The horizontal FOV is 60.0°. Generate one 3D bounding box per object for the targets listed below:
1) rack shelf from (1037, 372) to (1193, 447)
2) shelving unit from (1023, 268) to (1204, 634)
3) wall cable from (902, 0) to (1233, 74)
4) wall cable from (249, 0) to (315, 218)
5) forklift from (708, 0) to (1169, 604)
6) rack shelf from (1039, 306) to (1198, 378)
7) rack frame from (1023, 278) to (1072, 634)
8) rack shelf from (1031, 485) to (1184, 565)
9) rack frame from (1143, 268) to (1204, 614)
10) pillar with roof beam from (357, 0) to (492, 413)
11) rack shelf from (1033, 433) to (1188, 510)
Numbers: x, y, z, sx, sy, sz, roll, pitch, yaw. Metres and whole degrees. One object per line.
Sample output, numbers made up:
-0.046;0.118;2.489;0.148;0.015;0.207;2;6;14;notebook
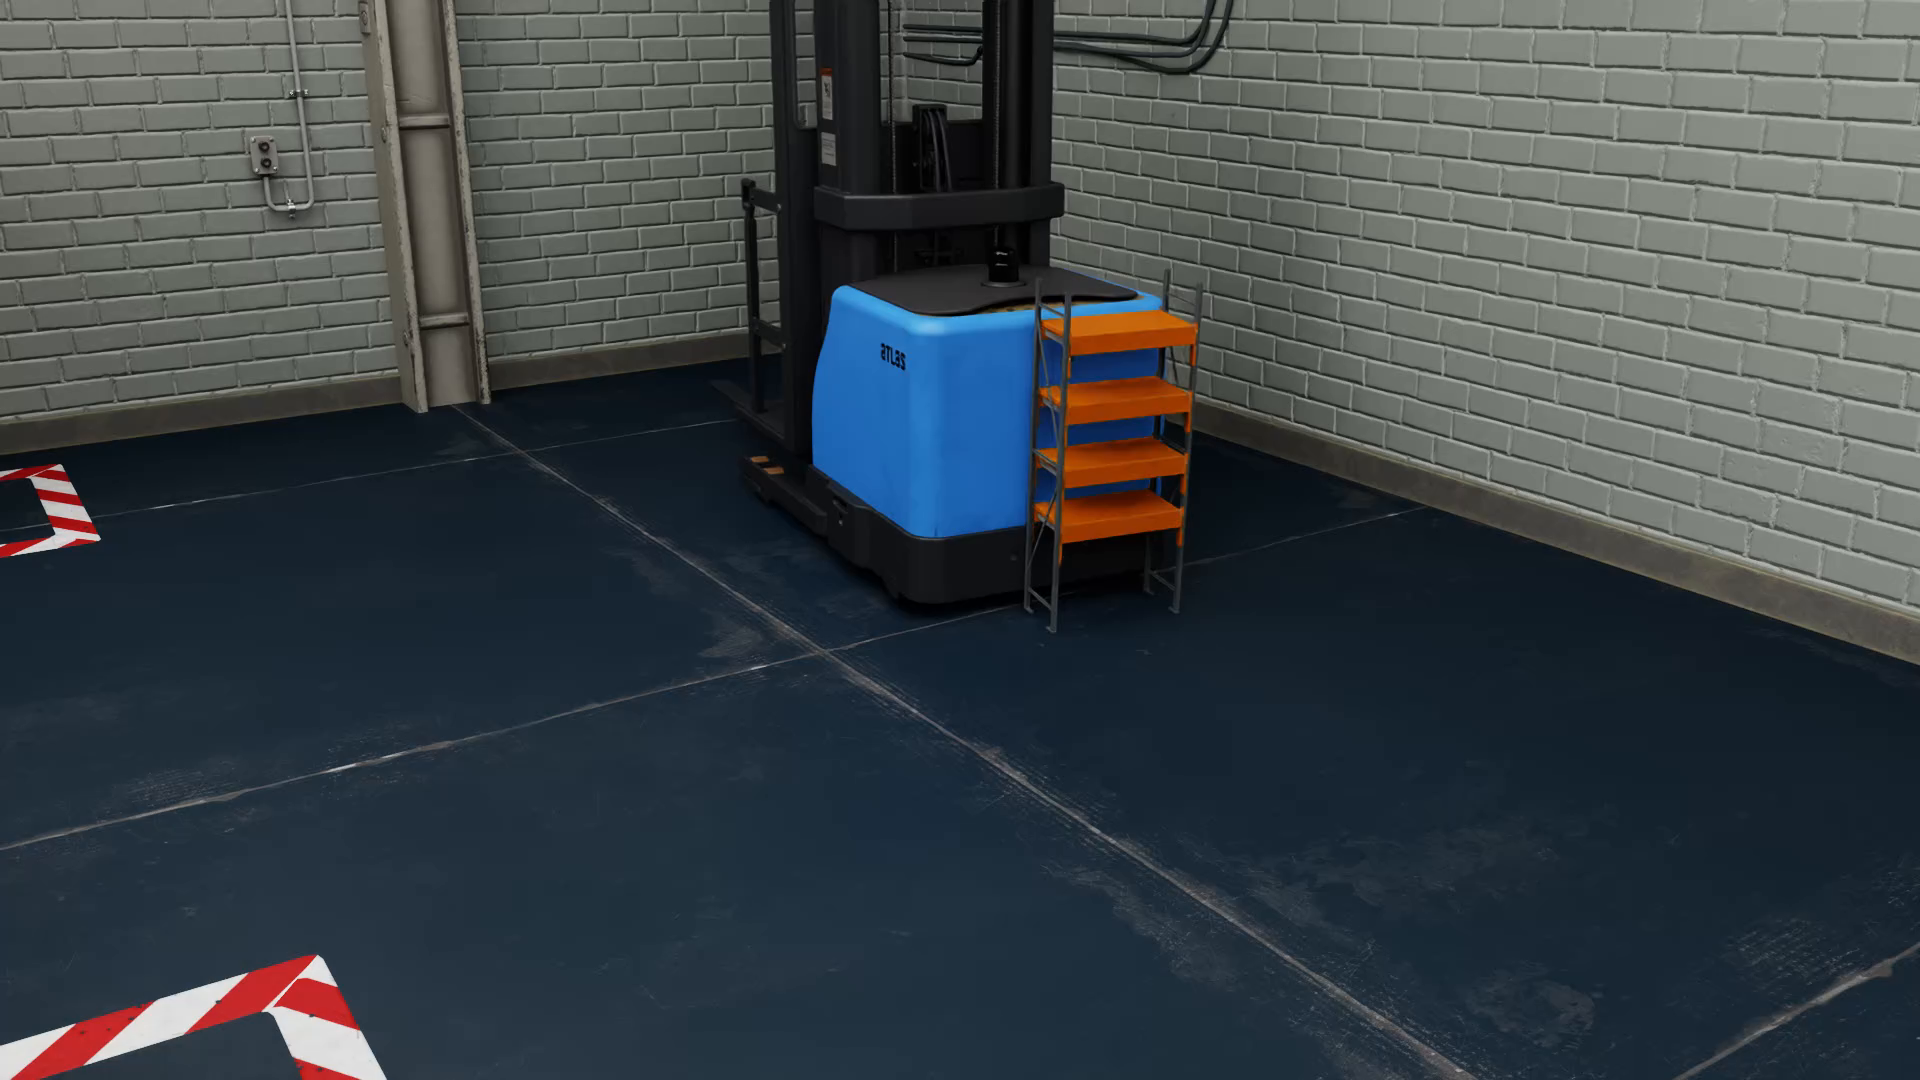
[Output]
0.522;-0.450;5.693;0.480;0.148;0.258;-8;23;-22;rack shelf
0.519;-0.304;5.750;0.503;1.200;0.258;-8;23;-22;shelving unit
0.381;-3.728;8.568;0.112;2.526;3.097;-12;22;-31;wall cable
-3.990;-2.416;7.621;1.851;1.984;0.084;-12;22;-31;wall cable
-0.322;-1.594;6.882;1.130;2.935;3.031;-9;21;-24;forklift
0.527;-0.670;5.606;0.480;0.148;0.258;-8;23;-22;rack shelf
0.294;-0.274;5.660;0.015;1.200;0.240;-8;23;-22;rack frame
0.513;-0.057;5.848;0.480;0.148;0.258;-8;23;-22;rack shelf
0.744;-0.335;5.841;0.015;1.200;0.240;-8;23;-22;rack frame
-0.392;-3.853;4.092;0.400;9.000;9.100;-12;22;-31;pillar with roof beam
0.517;-0.242;5.775;0.480;0.148;0.258;-8;23;-22;rack shelf
